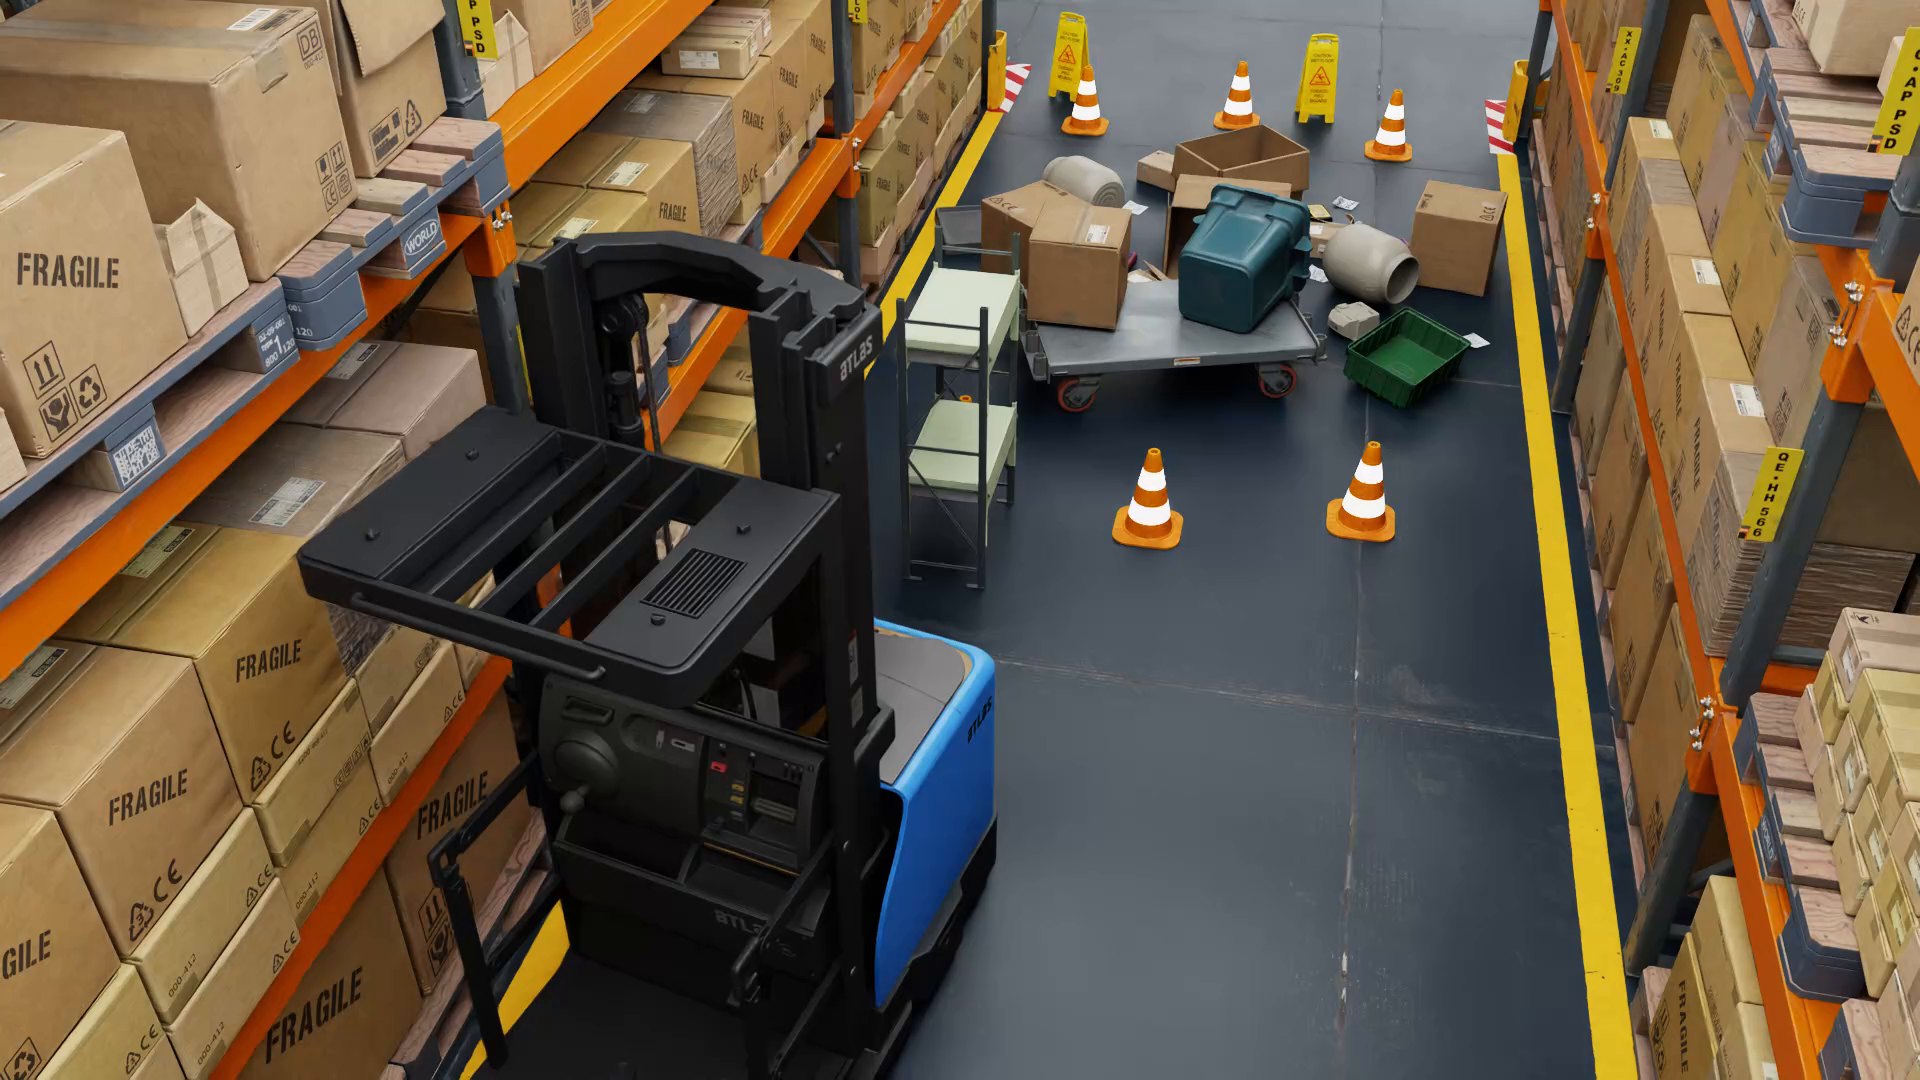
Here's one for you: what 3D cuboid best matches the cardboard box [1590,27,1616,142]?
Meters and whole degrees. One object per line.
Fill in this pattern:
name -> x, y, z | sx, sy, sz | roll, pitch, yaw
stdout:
cardboard box -> 3.942, -2.480, 8.988 | 0.875, 0.550, 0.550 | 7, 37, 10

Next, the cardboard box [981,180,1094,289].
cardboard box -> 0.480, -1.884, 10.421 | 0.500, 0.500, 0.500 | -24, 42, -30

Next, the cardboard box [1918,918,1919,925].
cardboard box -> 2.413, 0.938, 3.749 | 0.380, 0.149, 0.250 | 9, 37, 12

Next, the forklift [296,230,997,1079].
forklift -> -0.917, 0.752, 4.715 | 1.130, 2.935, 3.031 | 15, 38, 19

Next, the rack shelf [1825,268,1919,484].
rack shelf -> 2.498, 0.628, 2.884 | 1.077, 0.370, 4.000 | 7, 37, 10

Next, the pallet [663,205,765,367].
pallet -> -1.549, -1.220, 7.541 | 1.003, 0.211, 1.213 | 7, 37, 10

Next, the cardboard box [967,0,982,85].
cardboard box -> -0.140, -3.612, 12.024 | 0.500, 0.500, 0.500 | 8, 37, 10

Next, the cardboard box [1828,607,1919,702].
cardboard box -> 2.636, 0.339, 4.576 | 0.380, 0.149, 0.250 | 7, 37, 10

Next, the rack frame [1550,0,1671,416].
rack frame -> 3.780, -1.888, 8.299 | 1.000, 3.000, 0.127 | 7, 37, 10

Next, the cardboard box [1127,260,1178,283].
cardboard box -> 1.193, -1.542, 10.151 | 0.258, 0.266, 0.396 | -17, 39, -22

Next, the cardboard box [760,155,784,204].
cardboard box -> -1.062, -1.742, 7.954 | 0.380, 0.149, 0.250 | 8, 37, 10

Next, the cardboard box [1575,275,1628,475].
cardboard box -> 3.735, -0.780, 8.330 | 1.050, 0.750, 0.750 | 7, 37, 10

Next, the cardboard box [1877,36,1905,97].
cardboard box -> 2.838, -1.297, 4.683 | 0.380, 0.166, 0.250 | 7, 37, 10

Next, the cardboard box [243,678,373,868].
cardboard box -> -1.983, 0.601, 4.567 | 0.500, 0.250, 0.500 | 6, 36, 9

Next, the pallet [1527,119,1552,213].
pallet -> 4.540, -2.584, 11.636 | 1.003, 0.211, 1.213 | 7, 37, 10

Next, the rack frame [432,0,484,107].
rack frame -> -1.932, -2.587, 4.151 | 1.000, 3.000, 0.127 | 7, 37, 10

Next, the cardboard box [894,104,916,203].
cardboard box -> -0.585, -2.424, 10.385 | 0.500, 0.500, 0.500 | 9, 37, 12

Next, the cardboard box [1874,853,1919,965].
cardboard box -> 2.463, 0.922, 4.025 | 0.380, 0.149, 0.250 | 7, 37, 10

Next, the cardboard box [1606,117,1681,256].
cardboard box -> 3.404, -1.661, 7.901 | 0.500, 0.500, 0.500 | 8, 37, 10

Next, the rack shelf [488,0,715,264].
rack shelf -> -1.505, -2.228, 6.824 | 1.077, 0.370, 4.000 | 7, 37, 10

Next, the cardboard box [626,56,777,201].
cardboard box -> -1.173, -1.909, 7.631 | 0.500, 0.500, 0.500 | 9, 37, 12

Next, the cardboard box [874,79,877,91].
cardboard box -> -0.694, -2.641, 9.552 | 0.380, 0.149, 0.250 | 8, 37, 11

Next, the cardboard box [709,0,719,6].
cardboard box -> -1.458, -2.549, 8.514 | 0.500, 0.500, 0.500 | 8, 37, 11

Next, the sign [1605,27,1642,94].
sign -> 3.237, -2.340, 8.117 | 0.100, 0.325, 0.005 | 7, 37, 10

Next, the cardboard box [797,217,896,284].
cardboard box -> -0.688, -1.812, 10.179 | 0.500, 0.250, 0.500 | 6, 36, 8

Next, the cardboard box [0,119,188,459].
cardboard box -> -2.025, -0.536, 3.434 | 0.500, 0.500, 0.500 | 8, 37, 10

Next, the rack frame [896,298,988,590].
rack frame -> -0.077, -0.401, 7.526 | 0.400, 1.500, 0.023 | 7, 37, 10

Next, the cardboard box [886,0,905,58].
cardboard box -> -0.627, -3.120, 9.660 | 0.500, 0.500, 0.500 | 7, 37, 10

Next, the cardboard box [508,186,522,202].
cardboard box -> -2.007, -1.082, 6.490 | 0.500, 0.500, 0.500 | 7, 36, 9

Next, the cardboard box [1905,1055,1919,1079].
cardboard box -> 2.351, 1.328, 3.718 | 0.380, 0.149, 0.250 | 8, 37, 11

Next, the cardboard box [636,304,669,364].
cardboard box -> -1.405, -0.853, 6.727 | 0.380, 0.149, 0.250 | 8, 37, 10

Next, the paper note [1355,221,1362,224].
paper note -> 2.658, -2.119, 11.165 | 0.032, 0.001, 0.123 | 28, 44, 33

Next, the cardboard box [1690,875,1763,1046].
cardboard box -> 2.541, 1.308, 5.022 | 0.500, 0.250, 0.500 | 6, 36, 8

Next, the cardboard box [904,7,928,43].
cardboard box -> -0.415, -3.222, 10.353 | 0.380, 0.149, 0.250 | 7, 37, 10

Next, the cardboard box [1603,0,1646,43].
cardboard box -> 3.896, -2.923, 8.680 | 0.875, 0.550, 0.550 | 7, 37, 10

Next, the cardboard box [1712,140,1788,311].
cardboard box -> 3.354, -1.174, 6.377 | 0.700, 0.500, 0.500 | 7, 37, 10

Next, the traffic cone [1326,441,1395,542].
traffic cone -> 2.018, -0.282, 8.244 | 0.336, 0.463, 0.334 | 7, 37, 10

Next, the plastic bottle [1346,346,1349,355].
plastic bottle -> 2.364, -1.046, 9.641 | 0.133, 0.061, 0.283 | -11, 37, -14

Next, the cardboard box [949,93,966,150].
cardboard box -> -0.252, -3.008, 11.829 | 0.500, 0.250, 0.500 | 7, 37, 10

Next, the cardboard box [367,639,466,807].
cardboard box -> -1.880, 0.520, 5.104 | 0.500, 0.250, 0.500 | 8, 37, 11

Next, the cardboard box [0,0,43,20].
cardboard box -> -5.578, -3.333, 10.208 | 0.500, 0.500, 0.500 | 6, 36, 9

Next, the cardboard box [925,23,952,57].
cardboard box -> -0.267, -3.362, 11.126 | 0.380, 0.149, 0.250 | 9, 37, 12

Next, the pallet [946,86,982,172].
pallet -> -0.448, -3.110, 12.361 | 1.003, 0.211, 1.213 | 7, 37, 10

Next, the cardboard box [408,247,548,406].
cardboard box -> -1.610, -0.718, 5.988 | 0.500, 0.500, 0.500 | 6, 36, 9

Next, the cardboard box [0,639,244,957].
cardboard box -> -2.116, 0.594, 3.937 | 0.500, 0.500, 0.500 | 7, 36, 9

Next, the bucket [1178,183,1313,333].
bucket -> 1.556, -1.545, 9.320 | 0.726, 0.611, 0.620 | 20, 51, 26

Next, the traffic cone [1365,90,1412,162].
traffic cone -> 3.133, -3.028, 12.033 | 0.336, 0.463, 0.334 | 7, 37, 10

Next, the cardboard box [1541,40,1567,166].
cardboard box -> 4.554, -3.094, 11.416 | 0.875, 0.875, 0.875 | 8, 37, 10

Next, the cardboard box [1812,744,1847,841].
cardboard box -> 2.575, 0.722, 4.555 | 0.380, 0.149, 0.250 | 9, 37, 12

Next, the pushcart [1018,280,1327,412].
pushcart -> 1.160, -1.132, 9.490 | 1.648, 0.377, 0.936 | -5, 36, -6

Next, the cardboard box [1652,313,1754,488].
cardboard box -> 2.974, -0.500, 6.299 | 0.500, 0.500, 0.500 | 7, 36, 9

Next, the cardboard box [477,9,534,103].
cardboard box -> -1.644, -1.623, 5.492 | 0.396, 0.266, 0.258 | 7, 37, 10

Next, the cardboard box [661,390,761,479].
cardboard box -> -1.484, -0.444, 8.189 | 0.950, 0.372, 0.625 | 8, 37, 12

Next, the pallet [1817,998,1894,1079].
pallet -> 2.542, 1.623, 3.619 | 1.003, 0.211, 1.213 | 7, 37, 10

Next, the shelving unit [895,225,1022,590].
shelving unit -> 0.001, -0.611, 7.815 | 0.431, 1.500, 0.755 | 7, 37, 10

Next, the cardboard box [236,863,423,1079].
cardboard box -> -2.355, 1.429, 5.175 | 0.875, 0.875, 0.875 | 8, 37, 11

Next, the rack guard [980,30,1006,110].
rack guard -> -0.240, -3.688, 12.913 | 1.175, 0.500, 0.348 | 7, 37, 10

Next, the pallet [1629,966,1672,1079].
pallet -> 2.757, 1.982, 5.336 | 1.003, 0.211, 1.213 | 7, 37, 10
